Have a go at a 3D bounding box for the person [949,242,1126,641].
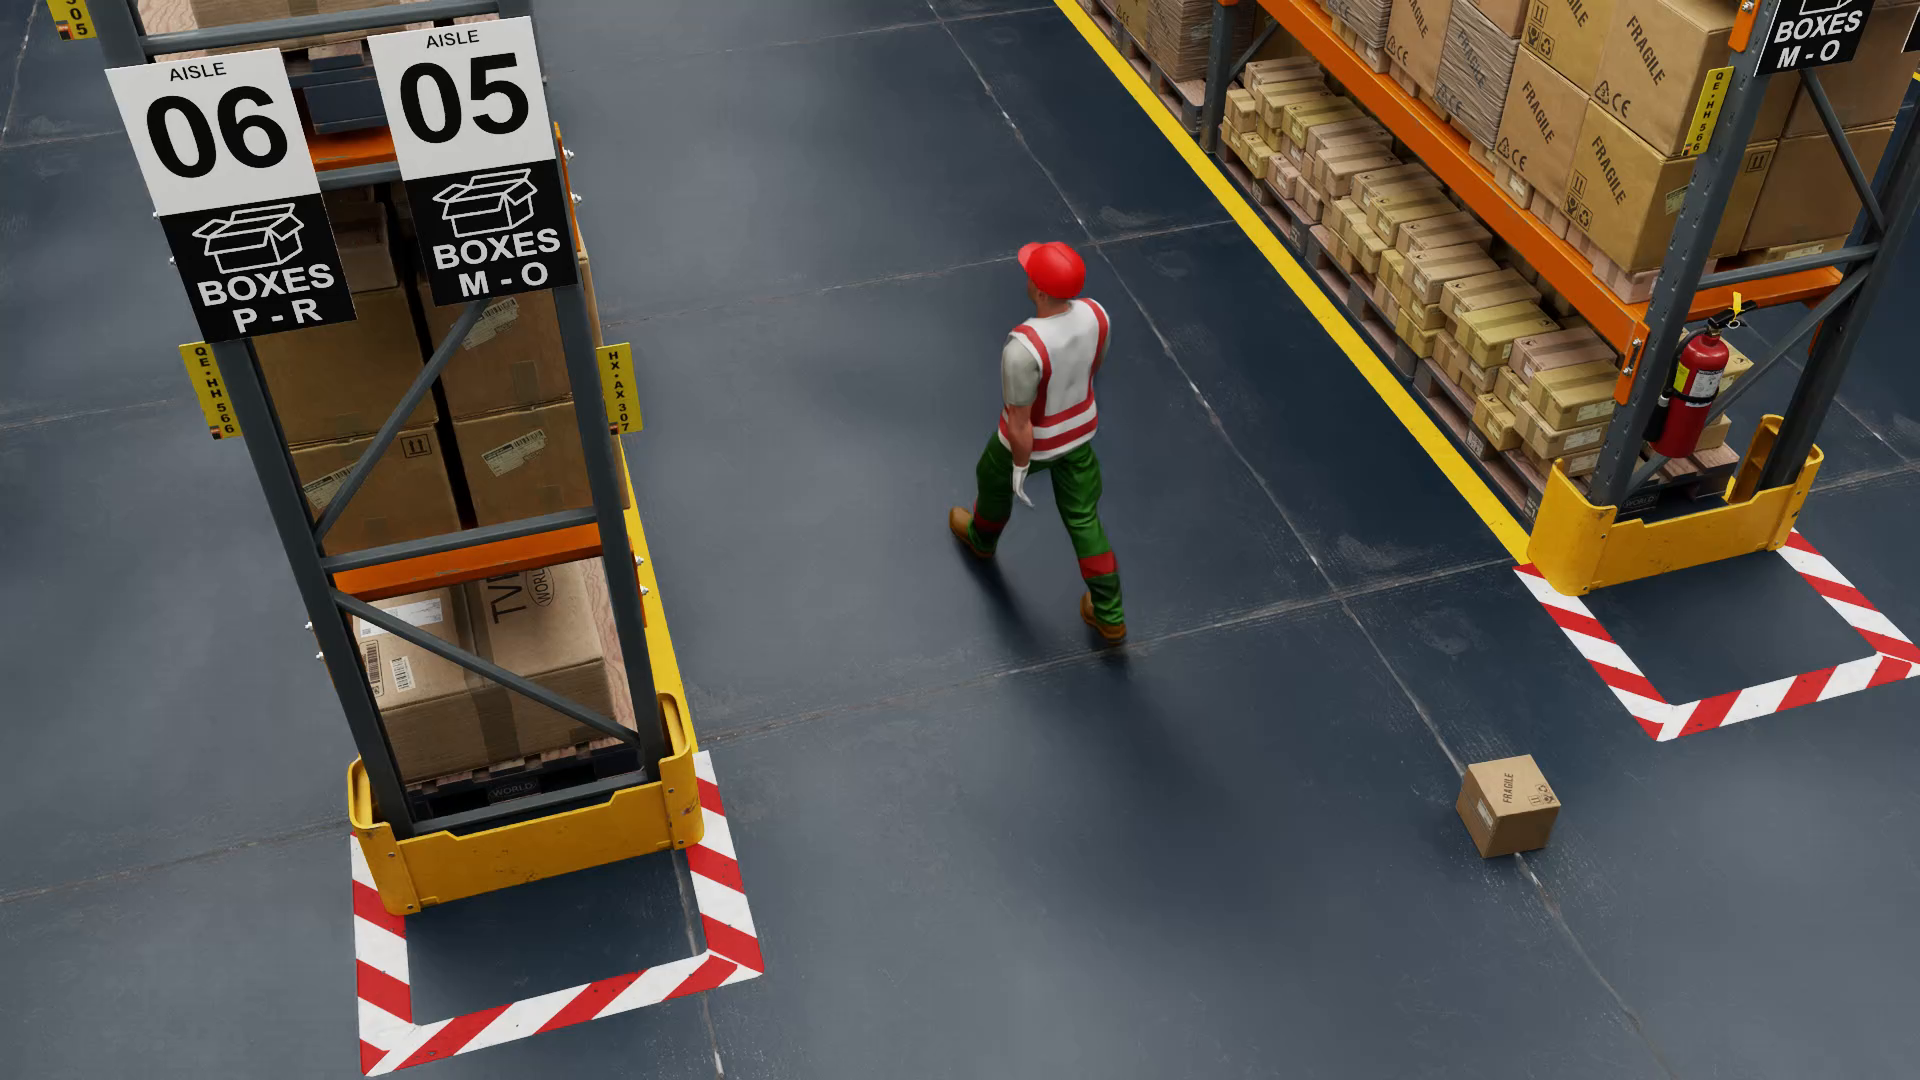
[{"bbox_3d":[0.333,-0.455,6.651,0.532,1.740,1.079,-22,46,-23],"label":"person"}]
